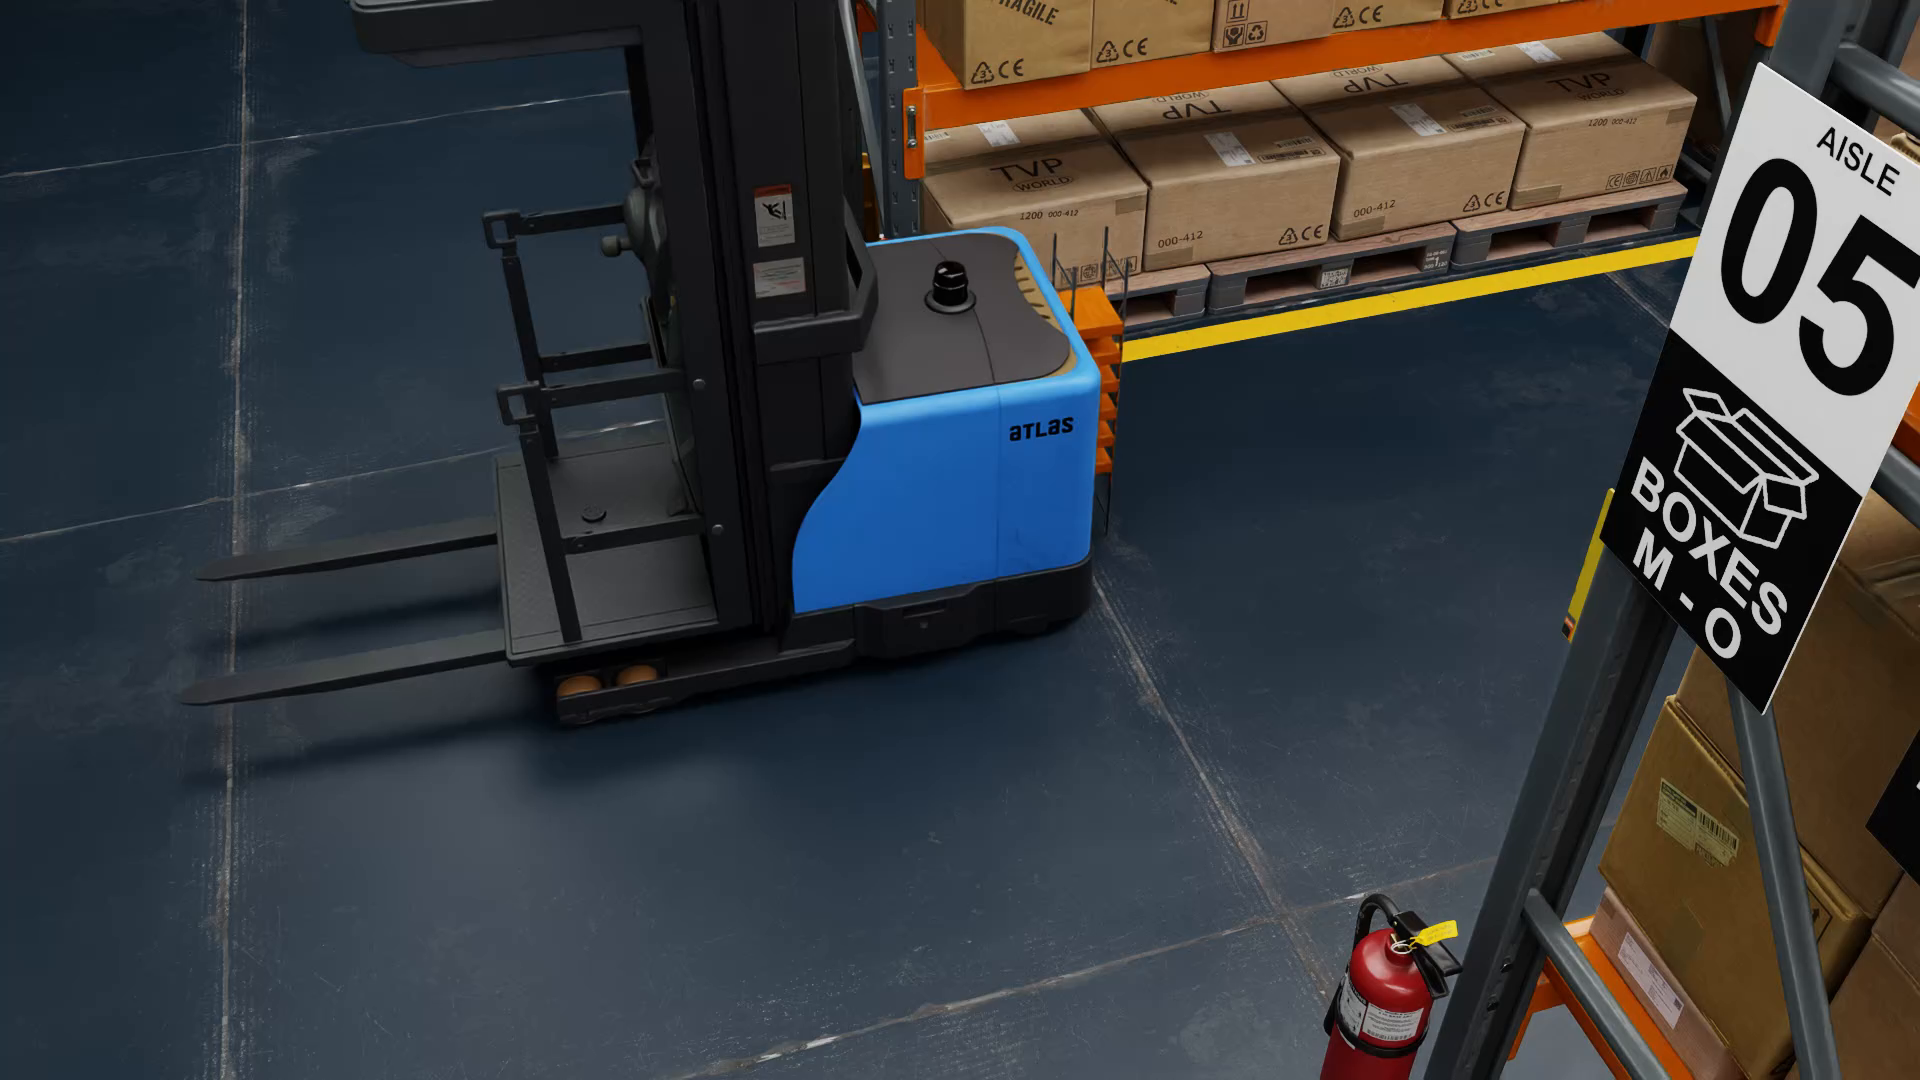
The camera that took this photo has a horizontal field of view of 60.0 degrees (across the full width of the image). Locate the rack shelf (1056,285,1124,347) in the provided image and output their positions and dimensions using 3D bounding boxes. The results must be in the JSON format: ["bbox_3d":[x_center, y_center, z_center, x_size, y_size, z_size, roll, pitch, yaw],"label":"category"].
[{"bbox_3d":[0.438,-0.762,5.731,0.180,0.103,0.258,-10,42,-11],"label":"rack shelf"}]

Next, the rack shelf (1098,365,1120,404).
[{"bbox_3d":[0.438,-0.582,5.889,0.180,0.103,0.258,-10,42,-11],"label":"rack shelf"}]

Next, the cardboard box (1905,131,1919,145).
[{"bbox_3d":[1.581,-0.536,2.038,0.500,0.250,0.500,-13,43,-14],"label":"cardboard box"}]

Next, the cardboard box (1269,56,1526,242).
[{"bbox_3d":[1.965,-1.860,7.727,0.875,0.438,0.875,-13,43,-14],"label":"cardboard box"}]

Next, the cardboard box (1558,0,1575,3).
[{"bbox_3d":[2.595,-2.581,6.849,0.500,0.500,0.500,-13,43,-14],"label":"cardboard box"}]

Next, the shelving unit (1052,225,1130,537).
[{"bbox_3d":[0.438,-0.525,5.939,0.189,1.200,0.258,-10,42,-11],"label":"shelving unit"}]

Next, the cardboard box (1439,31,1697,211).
[{"bbox_3d":[2.819,-2.037,7.930,0.875,0.438,0.875,-12,43,-14],"label":"cardboard box"}]

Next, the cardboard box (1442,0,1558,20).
[{"bbox_3d":[2.120,-2.473,6.724,0.500,0.500,0.500,-12,43,-14],"label":"cardboard box"}]

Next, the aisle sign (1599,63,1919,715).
[{"bbox_3d":[1.058,-0.177,2.196,0.004,0.787,0.394,-12,42,-13],"label":"aisle sign"}]

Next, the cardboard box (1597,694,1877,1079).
[{"bbox_3d":[1.569,0.576,3.008,0.500,0.500,0.500,-11,42,-12],"label":"cardboard box"}]

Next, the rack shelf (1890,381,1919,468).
[{"bbox_3d":[3.126,-0.278,2.555,4.000,0.370,1.077,-12,42,-13],"label":"rack shelf"}]

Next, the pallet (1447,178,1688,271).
[{"bbox_3d":[2.701,-1.749,8.092,1.213,0.211,1.003,-12,42,-13],"label":"pallet"}]

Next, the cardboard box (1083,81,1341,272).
[{"bbox_3d":[1.105,-1.683,7.524,0.875,0.438,0.875,-11,42,-12],"label":"cardboard box"}]

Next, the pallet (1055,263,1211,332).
[{"bbox_3d":[0.374,-1.267,7.540,1.213,0.211,1.003,-12,42,-13],"label":"pallet"}]

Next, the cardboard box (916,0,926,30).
[{"bbox_3d":[0.015,-2.409,6.652,0.500,0.500,0.500,-11,42,-13],"label":"cardboard box"}]

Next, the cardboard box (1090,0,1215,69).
[{"bbox_3d":[0.653,-2.180,6.389,0.500,0.500,0.500,-12,43,-14],"label":"cardboard box"}]

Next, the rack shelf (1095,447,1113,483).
[{"bbox_3d":[0.438,-0.311,6.126,0.180,0.103,0.258,-10,42,-11],"label":"rack shelf"}]

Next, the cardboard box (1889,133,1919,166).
[{"bbox_3d":[1.573,-0.353,2.208,0.500,0.250,0.500,-13,43,-14],"label":"cardboard box"}]

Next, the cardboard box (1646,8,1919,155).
[{"bbox_3d":[4.017,-2.431,8.049,0.875,0.875,0.875,-10,42,-12],"label":"cardboard box"}]

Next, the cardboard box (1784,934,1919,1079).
[{"bbox_3d":[1.729,0.911,2.625,0.500,0.500,0.500,-10,42,-11],"label":"cardboard box"}]

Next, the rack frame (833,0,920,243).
[{"bbox_3d":[-0.365,-2.110,6.385,0.127,3.000,1.000,-12,42,-13],"label":"rack frame"}]

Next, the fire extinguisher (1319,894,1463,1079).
[{"bbox_3d":[0.839,0.906,3.275,0.183,0.674,0.296,-12,42,-13],"label":"fire extinguisher"}]

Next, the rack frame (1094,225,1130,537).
[{"bbox_3d":[0.526,-0.540,5.956,0.006,1.200,0.240,-10,42,-11],"label":"rack frame"}]

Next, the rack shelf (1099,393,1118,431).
[{"bbox_3d":[0.438,-0.491,5.968,0.180,0.103,0.258,-10,42,-11],"label":"rack shelf"}]

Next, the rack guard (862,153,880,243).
[{"bbox_3d":[-0.388,-1.164,7.202,0.348,0.500,1.175,-12,42,-13],"label":"rack guard"}]

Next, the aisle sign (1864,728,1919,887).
[{"bbox_3d":[1.239,0.200,1.765,0.004,0.787,0.394,-12,42,-13],"label":"aisle sign"}]

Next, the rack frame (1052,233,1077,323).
[{"bbox_3d":[0.349,-0.510,5.921,0.006,1.200,0.240,-10,42,-11],"label":"rack frame"}]

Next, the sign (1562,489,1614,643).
[{"bbox_3d":[1.071,0.069,2.771,0.005,0.325,0.100,-12,42,-13],"label":"sign"}]

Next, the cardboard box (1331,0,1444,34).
[{"bbox_3d":[1.616,-2.379,6.617,0.500,0.500,0.500,-10,42,-12],"label":"cardboard box"}]

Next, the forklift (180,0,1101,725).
[{"bbox_3d":[-1.112,-0.876,5.025,3.031,2.935,1.130,-10,42,-11],"label":"forklift"}]

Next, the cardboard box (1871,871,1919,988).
[{"bbox_3d":[1.726,0.528,2.304,0.500,0.500,0.500,-12,43,-13],"label":"cardboard box"}]

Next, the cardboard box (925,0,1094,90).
[{"bbox_3d":[0.179,-2.063,6.255,0.500,0.500,0.500,-12,43,-13],"label":"cardboard box"}]

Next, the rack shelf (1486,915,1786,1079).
[{"bbox_3d":[3.126,0.852,3.542,4.000,0.370,1.077,-12,42,-13],"label":"rack shelf"}]

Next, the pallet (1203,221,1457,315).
[{"bbox_3d":[1.536,-1.506,7.813,1.213,0.211,1.003,-12,42,-13],"label":"pallet"}]

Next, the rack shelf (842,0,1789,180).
[{"bbox_3d":[1.542,-2.235,7.075,4.000,0.370,1.077,-12,42,-13],"label":"rack shelf"}]

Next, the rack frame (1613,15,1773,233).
[{"bbox_3d":[3.450,-2.901,7.290,0.127,3.000,1.000,-12,42,-13],"label":"rack frame"}]

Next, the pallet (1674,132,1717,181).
[{"bbox_3d":[4.163,-2.050,8.436,1.213,0.211,1.003,-12,42,-13],"label":"pallet"}]

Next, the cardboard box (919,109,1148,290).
[{"bbox_3d":[0.234,-1.497,7.311,0.875,0.438,0.875,-13,43,-15],"label":"cardboard box"}]

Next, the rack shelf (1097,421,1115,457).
[{"bbox_3d":[0.438,-0.401,6.047,0.180,0.103,0.258,-10,42,-11],"label":"rack shelf"}]

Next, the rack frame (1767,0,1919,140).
[{"bbox_3d":[1.218,-1.283,0.879,0.127,3.000,1.000,-12,42,-13],"label":"rack frame"}]

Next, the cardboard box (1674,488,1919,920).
[{"bbox_3d":[1.580,0.203,2.675,0.500,0.500,0.500,-13,43,-14],"label":"cardboard box"}]

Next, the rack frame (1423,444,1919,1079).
[{"bbox_3d":[1.218,0.976,2.853,0.127,3.000,1.000,-12,42,-13],"label":"rack frame"}]

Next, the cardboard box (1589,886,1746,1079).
[{"bbox_3d":[1.444,0.829,3.212,0.250,0.149,0.380,-12,42,-13],"label":"cardboard box"}]

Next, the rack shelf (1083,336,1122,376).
[{"bbox_3d":[0.438,-0.672,5.810,0.180,0.103,0.258,-10,42,-11],"label":"rack shelf"}]

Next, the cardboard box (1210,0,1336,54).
[{"bbox_3d":[1.144,-2.269,6.492,0.500,0.500,0.500,-12,43,-13],"label":"cardboard box"}]

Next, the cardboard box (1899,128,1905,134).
[{"bbox_3d":[4.877,-2.615,8.259,0.875,0.875,0.875,-11,42,-12],"label":"cardboard box"}]
